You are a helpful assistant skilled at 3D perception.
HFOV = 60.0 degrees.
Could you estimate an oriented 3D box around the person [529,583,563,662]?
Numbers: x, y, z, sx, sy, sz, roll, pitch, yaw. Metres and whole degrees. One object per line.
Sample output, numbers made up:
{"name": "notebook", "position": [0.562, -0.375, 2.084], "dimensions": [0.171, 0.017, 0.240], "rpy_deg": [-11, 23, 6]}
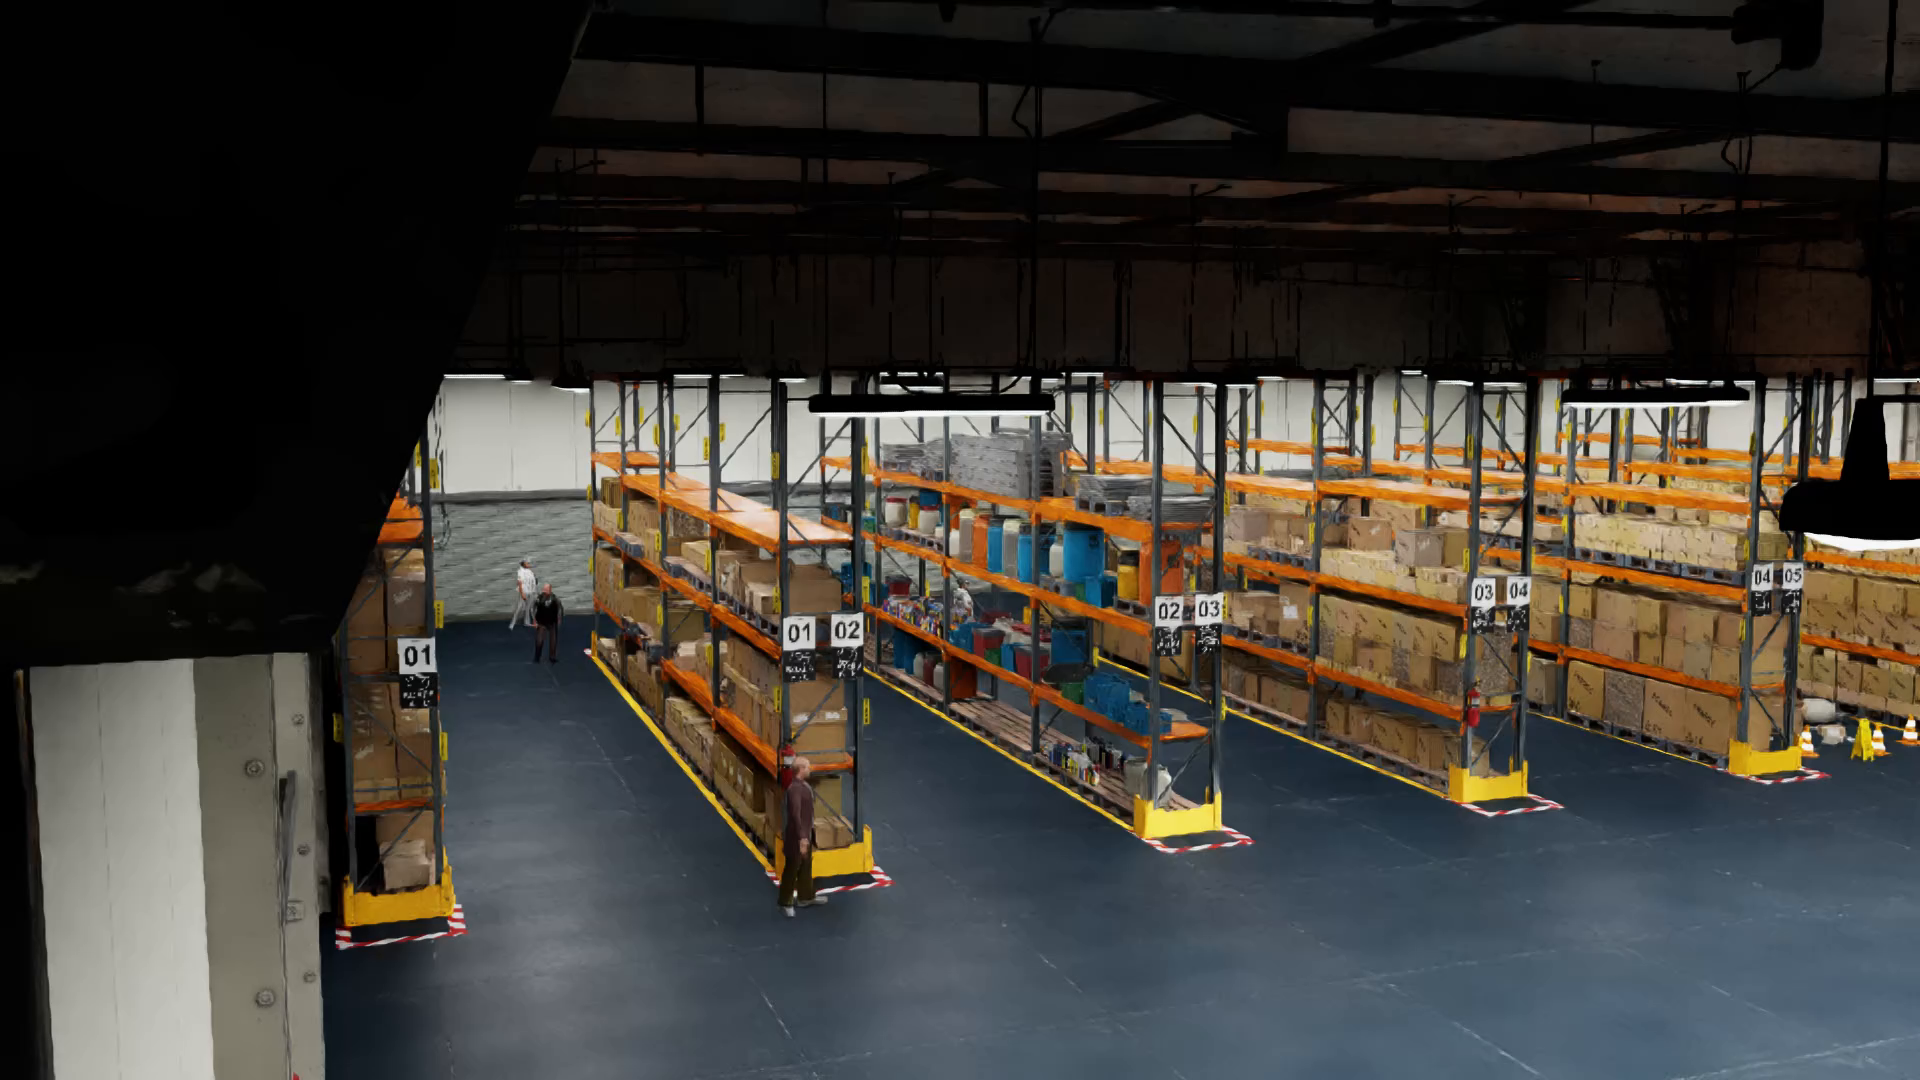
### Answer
{"name": "person", "position": [-8.494, 1.697, 34.168], "dimensions": [0.677, 1.674, 0.534], "rpy_deg": [-3, 7, -22]}

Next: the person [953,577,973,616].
{"name": "person", "position": [0.064, 1.632, 34.146], "dimensions": [0.420, 1.761, 0.651], "rpy_deg": [-4, 7, -31]}

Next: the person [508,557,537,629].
{"name": "person", "position": [-10.151, 1.228, 38.472], "dimensions": [0.495, 1.654, 0.699], "rpy_deg": [2, 7, 20]}

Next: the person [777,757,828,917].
{"name": "person", "position": [-1.812, 3.335, 18.859], "dimensions": [0.515, 1.782, 0.673], "rpy_deg": [1, 6, 6]}
